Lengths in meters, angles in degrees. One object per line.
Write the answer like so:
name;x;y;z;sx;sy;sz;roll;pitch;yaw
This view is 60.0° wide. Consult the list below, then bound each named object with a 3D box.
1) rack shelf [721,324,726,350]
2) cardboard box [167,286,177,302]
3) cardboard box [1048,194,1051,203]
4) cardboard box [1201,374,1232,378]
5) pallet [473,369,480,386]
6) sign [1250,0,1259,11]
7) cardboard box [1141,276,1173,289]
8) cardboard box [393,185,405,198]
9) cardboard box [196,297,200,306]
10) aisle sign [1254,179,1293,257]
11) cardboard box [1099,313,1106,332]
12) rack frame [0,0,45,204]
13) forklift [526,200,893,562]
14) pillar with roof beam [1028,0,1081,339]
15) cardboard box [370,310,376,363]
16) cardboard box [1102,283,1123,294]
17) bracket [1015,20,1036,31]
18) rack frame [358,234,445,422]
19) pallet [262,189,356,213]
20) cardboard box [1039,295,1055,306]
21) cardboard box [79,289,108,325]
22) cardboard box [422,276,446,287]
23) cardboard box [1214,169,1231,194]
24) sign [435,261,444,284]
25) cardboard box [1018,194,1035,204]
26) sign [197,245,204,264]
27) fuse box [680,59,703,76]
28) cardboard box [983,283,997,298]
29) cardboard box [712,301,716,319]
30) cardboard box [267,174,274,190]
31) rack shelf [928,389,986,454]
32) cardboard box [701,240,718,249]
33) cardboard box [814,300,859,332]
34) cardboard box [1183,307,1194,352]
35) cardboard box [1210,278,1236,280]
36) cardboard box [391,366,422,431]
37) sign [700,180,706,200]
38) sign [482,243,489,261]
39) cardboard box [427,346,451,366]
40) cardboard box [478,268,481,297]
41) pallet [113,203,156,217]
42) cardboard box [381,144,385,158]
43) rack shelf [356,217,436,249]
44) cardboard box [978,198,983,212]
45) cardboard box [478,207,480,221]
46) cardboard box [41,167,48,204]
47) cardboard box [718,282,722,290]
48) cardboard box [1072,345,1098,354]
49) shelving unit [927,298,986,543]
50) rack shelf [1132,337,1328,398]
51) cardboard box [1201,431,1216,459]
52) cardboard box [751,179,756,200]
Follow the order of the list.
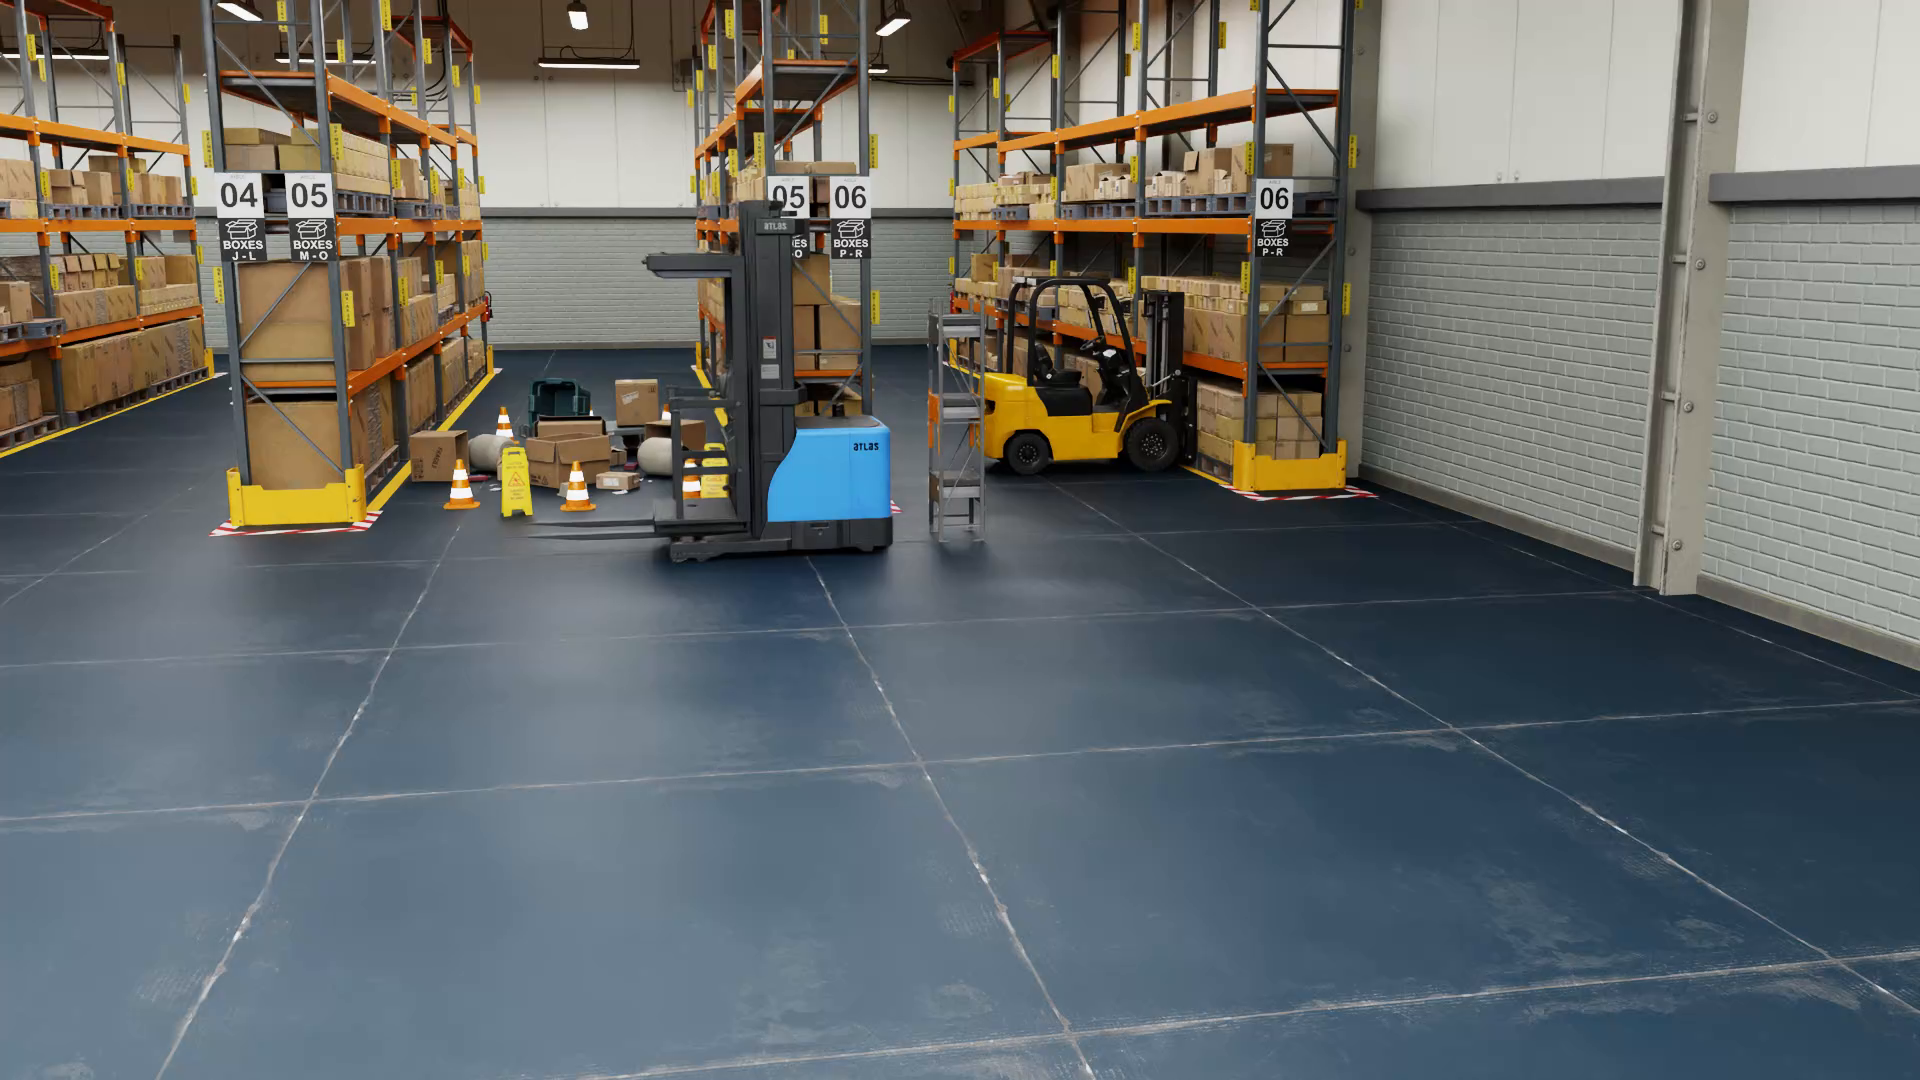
rack shelf;-2.548;-2.605;22.285;1.077;0.370;4.000;-2;11;-11
cardboard box;-13.556;-4.144;28.050;0.500;0.250;0.500;-2;11;-11
cardboard box;1.569;-5.256;25.601;0.380;0.149;0.250;-2;11;-10
cardboard box;3.194;-1.851;19.954;0.500;0.250;0.500;-2;11;-11
pallet;-8.956;-2.837;29.036;1.003;0.211;1.213;-2;11;-11
sign;2.953;-5.467;16.643;0.100;0.325;0.005;-2;11;-11
cardboard box;2.481;-3.218;20.781;0.380;0.149;0.250;-2;11;-10
cardboard box;-7.012;-4.265;20.342;0.380;0.149;0.250;-2;11;-11
cardboard box;-13.821;-4.255;29.704;0.380;0.149;0.250;-2;11;-10
aisle sign;3.212;-3.294;17.026;0.394;0.787;0.004;-2;11;-11
cardboard box;2.185;-2.966;22.660;0.500;0.250;0.500;-2;11;-11
rack frame;-12.657;-5.912;21.691;1.000;3.000;0.127;-2;11;-11
forklift;-2.141;-1.363;14.021;3.031;2.935;1.130;-2;11;-11
pillar with roof beam;-2.320;-7.191;28.411;9.100;9.000;0.548;-2;11;-11
cardboard box;-6.591;-2.103;17.320;0.875;0.550;0.500;-2;11;-11
cardboard box;2.148;-3.429;22.685;0.380;0.149;0.250;-2;11;-11
bracket;0.972;-9.652;31.712;0.076;0.066;4.783;-2;11;-11
rack frame;-7.772;-3.127;23.102;1.000;3.000;0.127;-2;11;-11
pallet;-6.371;-3.225;15.834;1.003;0.211;1.213;-2;11;-11
cardboard box;1.428;-3.696;25.641;0.380;0.149;0.250;-2;11;-10
cardboard box;-12.786;-3.393;24.234;0.500;0.500;0.500;-2;11;-11
cardboard box;-8.028;-3.930;25.279;0.380;0.149;0.250;-3;11;-14
cardboard box;2.979;-3.890;18.057;0.396;0.266;0.258;-2;11;-11
sign;-7.229;-3.716;23.103;0.100;0.325;0.005;-2;11;-11
cardboard box;1.146;-5.495;26.806;0.380;0.149;0.250;-2;11;-10
sign;-13.678;-5.135;29.920;0.100;0.325;0.005;-2;11;-11
fuse box;-5.855;-10.331;36.349;0.513;0.334;0.176;-2;11;-11
cardboard box;0.703;-4.488;29.862;0.500;0.250;0.500;-2;11;-11
cardboard box;-3.613;-3.614;26.060;0.500;0.250;0.500;-2;11;-12
cardboard box;-6.662;-3.360;15.586;0.380;0.149;0.250;-2;11;-11
rack shelf;-0.032;-1.048;14.662;0.431;0.518;0.480;-2;11;-11
cardboard box;-4.435;-5.290;29.793;0.380;0.149;0.250;-2;11;-12
cardboard box;-1.304;-2.245;17.407;0.500;0.500;0.500;-2;11;-9
cardboard box;2.834;-2.450;19.281;0.500;0.500;0.500;-2;11;-11
cardboard box;3.251;-3.100;20.164;0.380;0.149;0.250;-2;11;-12
cardboard box;-7.387;-1.782;20.930;1.050;0.750;0.750;-2;11;-11
sign;-4.259;-5.805;27.556;0.100;0.325;0.005;-2;11;-11
sign;-8.780;-5.335;30.760;0.100;0.325;0.005;-2;11;-11
cardboard box;-7.768;-2.702;24.426;0.500;0.250;0.500;-2;11;-12
cardboard box;-8.893;-4.622;29.892;0.500;0.500;0.500;-2;11;-12
pallet;-13.584;-5.279;26.624;1.003;0.211;1.213;-2;11;-11
cardboard box;-6.562;-4.289;18.332;0.380;0.149;0.250;-2;11;-11
rack shelf;-7.383;-3.880;20.962;1.077;0.370;4.000;-2;11;-11
cardboard box;0.614;-6.055;30.069;0.500;0.250;0.500;-2;11;-10
cardboard box;-8.980;-5.920;30.157;0.500;0.250;0.500;-2;11;-12
cardboard box;-12.847;-4.805;22.496;0.797;0.503;0.637;-1;11;-8
cardboard box;-3.294;-3.951;24.491;0.500;0.500;0.500;-2;11;-13
cardboard box;1.984;-3.003;26.278;0.380;0.149;0.250;-2;11;-10
shelving unit;-0.032;-1.062;14.660;0.431;2.100;0.503;-2;11;-11
rack shelf;3.099;-2.053;19.383;1.077;0.370;4.000;-2;11;-11
cardboard box;2.999;-1.061;18.479;0.500;0.250;0.500;-2;11;-11
cardboard box;-1.947;-3.675;17.568;0.500;0.250;0.500;-2;11;-9
